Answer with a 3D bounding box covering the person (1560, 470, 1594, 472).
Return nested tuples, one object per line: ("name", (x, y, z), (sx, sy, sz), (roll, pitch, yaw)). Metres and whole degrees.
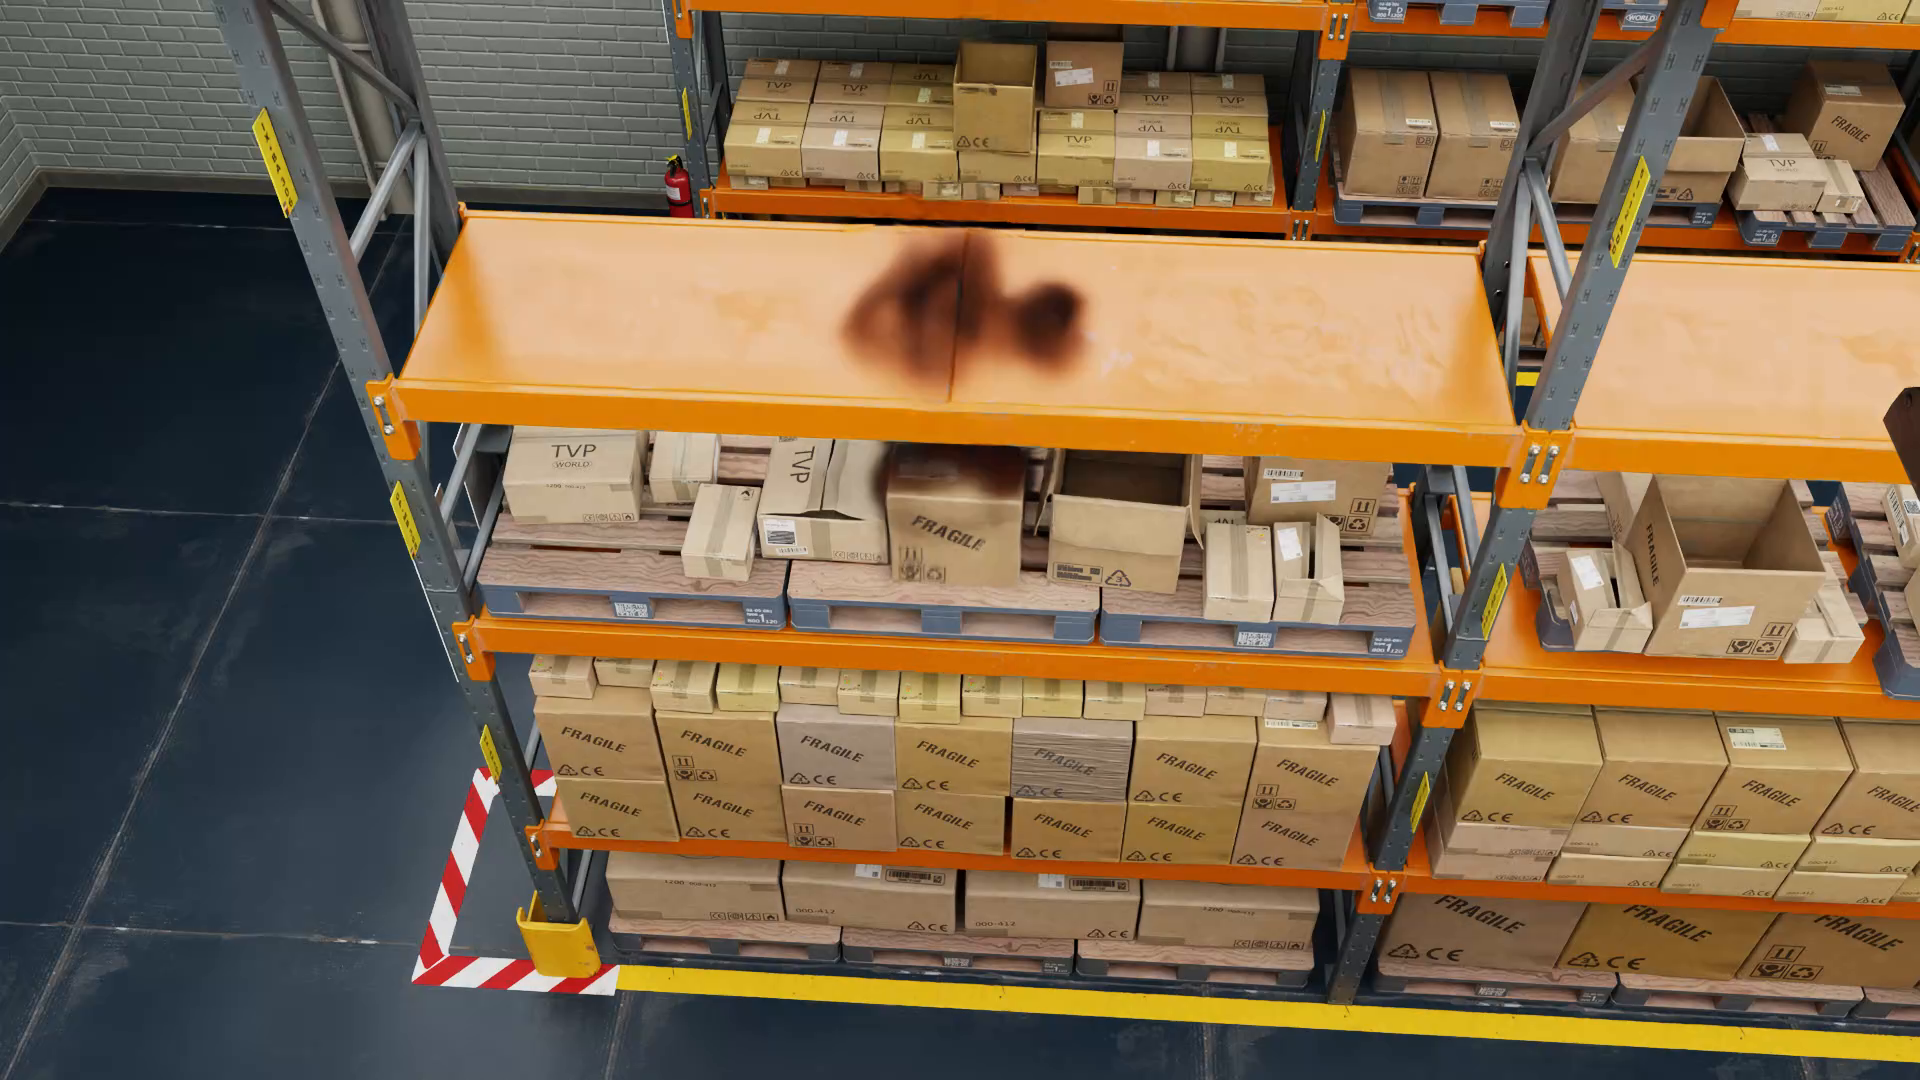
("person", (3.589, -0.182, 9.734), (0.491, 1.744, 0.654), (-3, 48, -3))
